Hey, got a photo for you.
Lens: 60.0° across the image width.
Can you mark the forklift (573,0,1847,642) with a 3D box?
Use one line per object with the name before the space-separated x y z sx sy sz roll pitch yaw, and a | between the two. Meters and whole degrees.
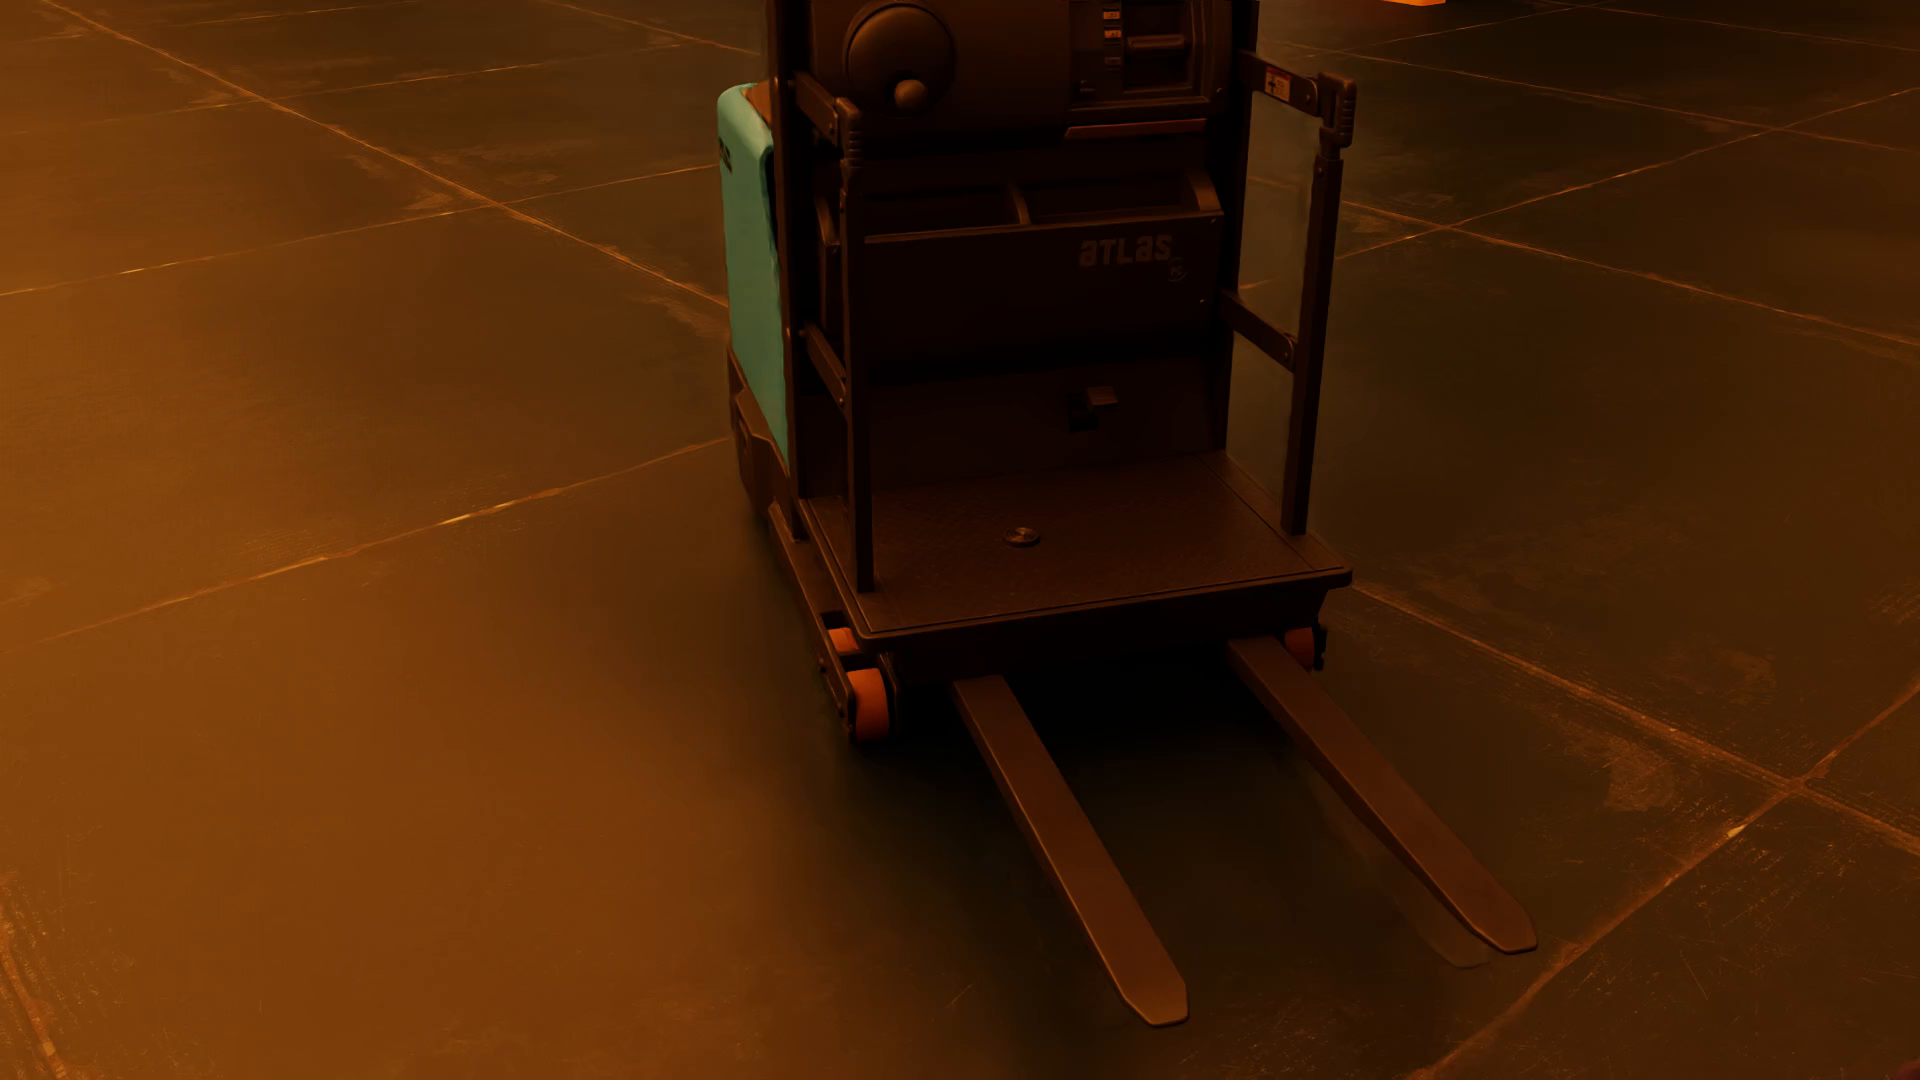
forklift | 0.654 -1.314 3.851 3.031 2.935 1.130 2 26 4
